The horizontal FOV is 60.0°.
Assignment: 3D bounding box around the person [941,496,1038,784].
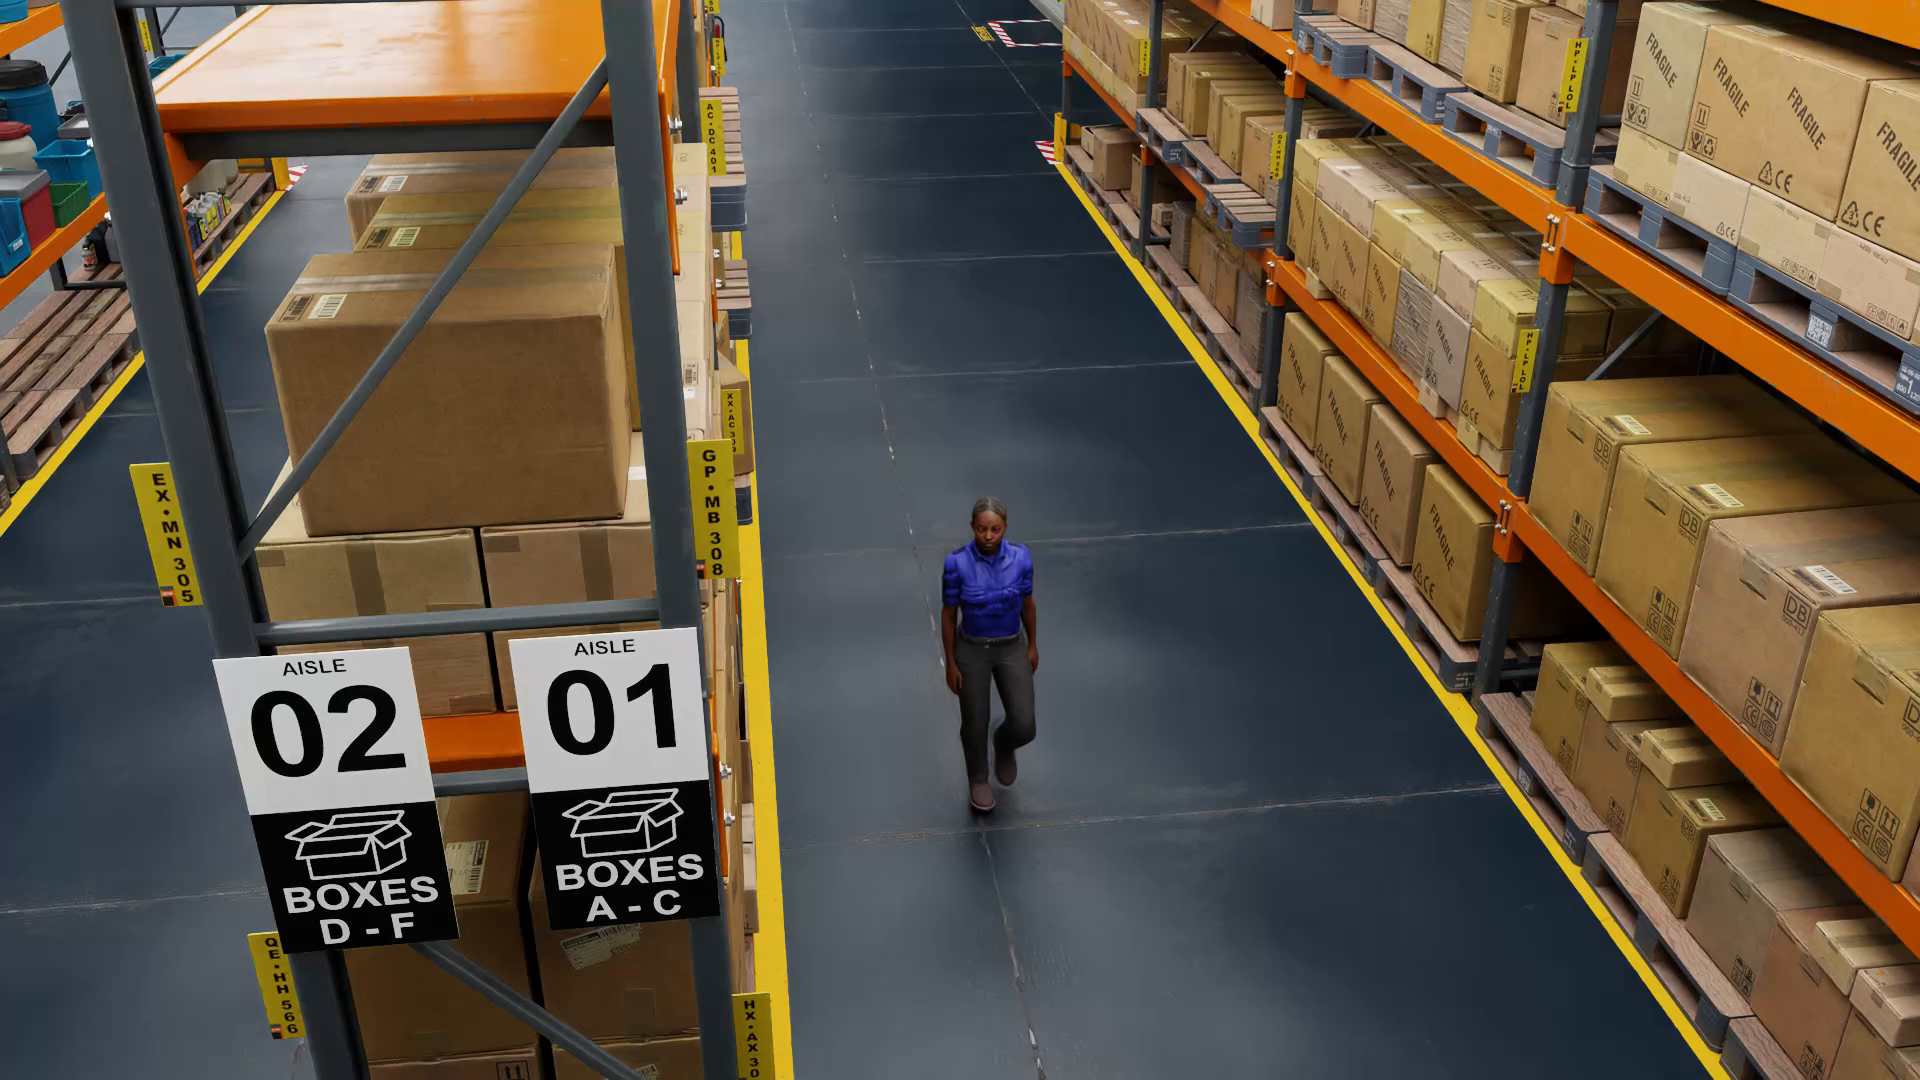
[{"bbox_3d":[0.154,0.528,7.936,0.486,1.579,0.409,-3,28,-6],"label":"person"}]
